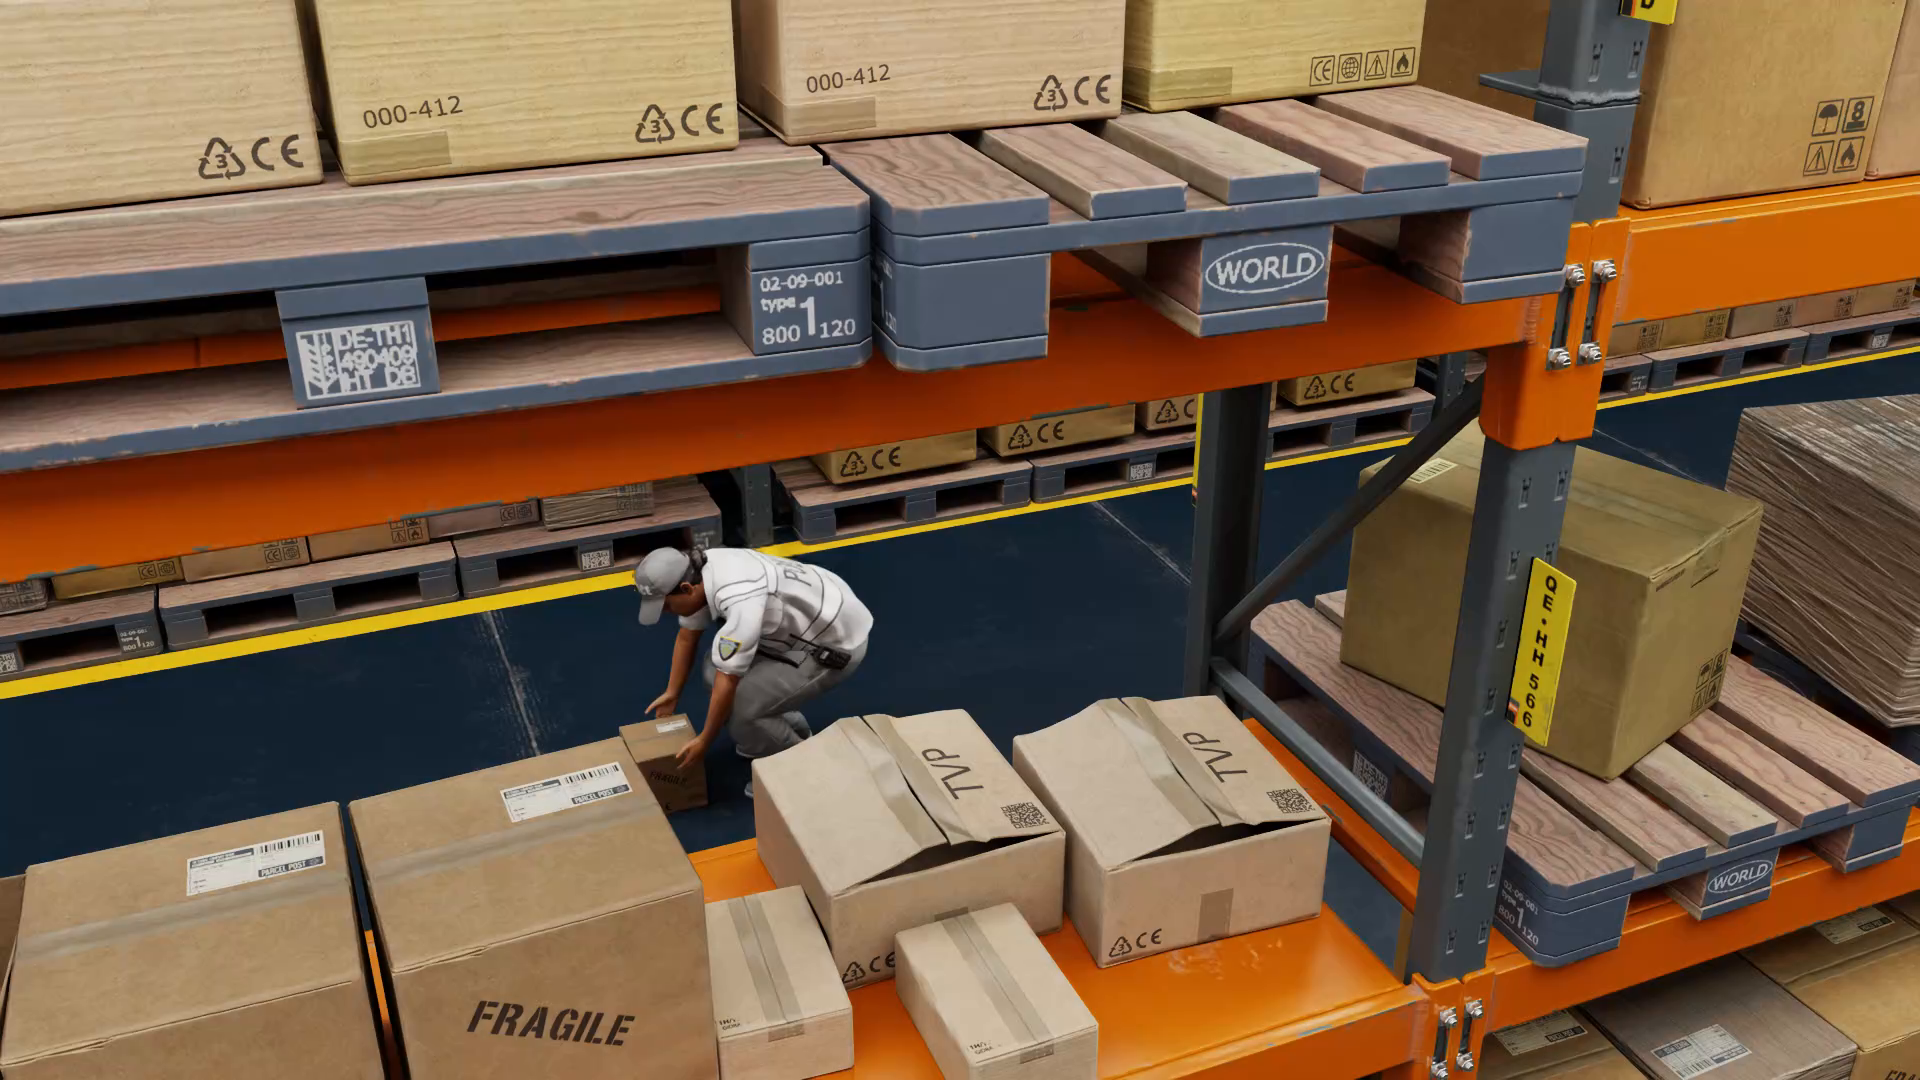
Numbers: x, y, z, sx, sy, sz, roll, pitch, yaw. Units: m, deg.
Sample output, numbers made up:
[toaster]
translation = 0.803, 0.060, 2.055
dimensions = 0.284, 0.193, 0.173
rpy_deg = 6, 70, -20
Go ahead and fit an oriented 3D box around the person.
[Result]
[person]
translation = -0.730, 0.424, 5.990
dimensions = 0.843, 1.016, 0.530
rpy_deg = -11, 28, -21
